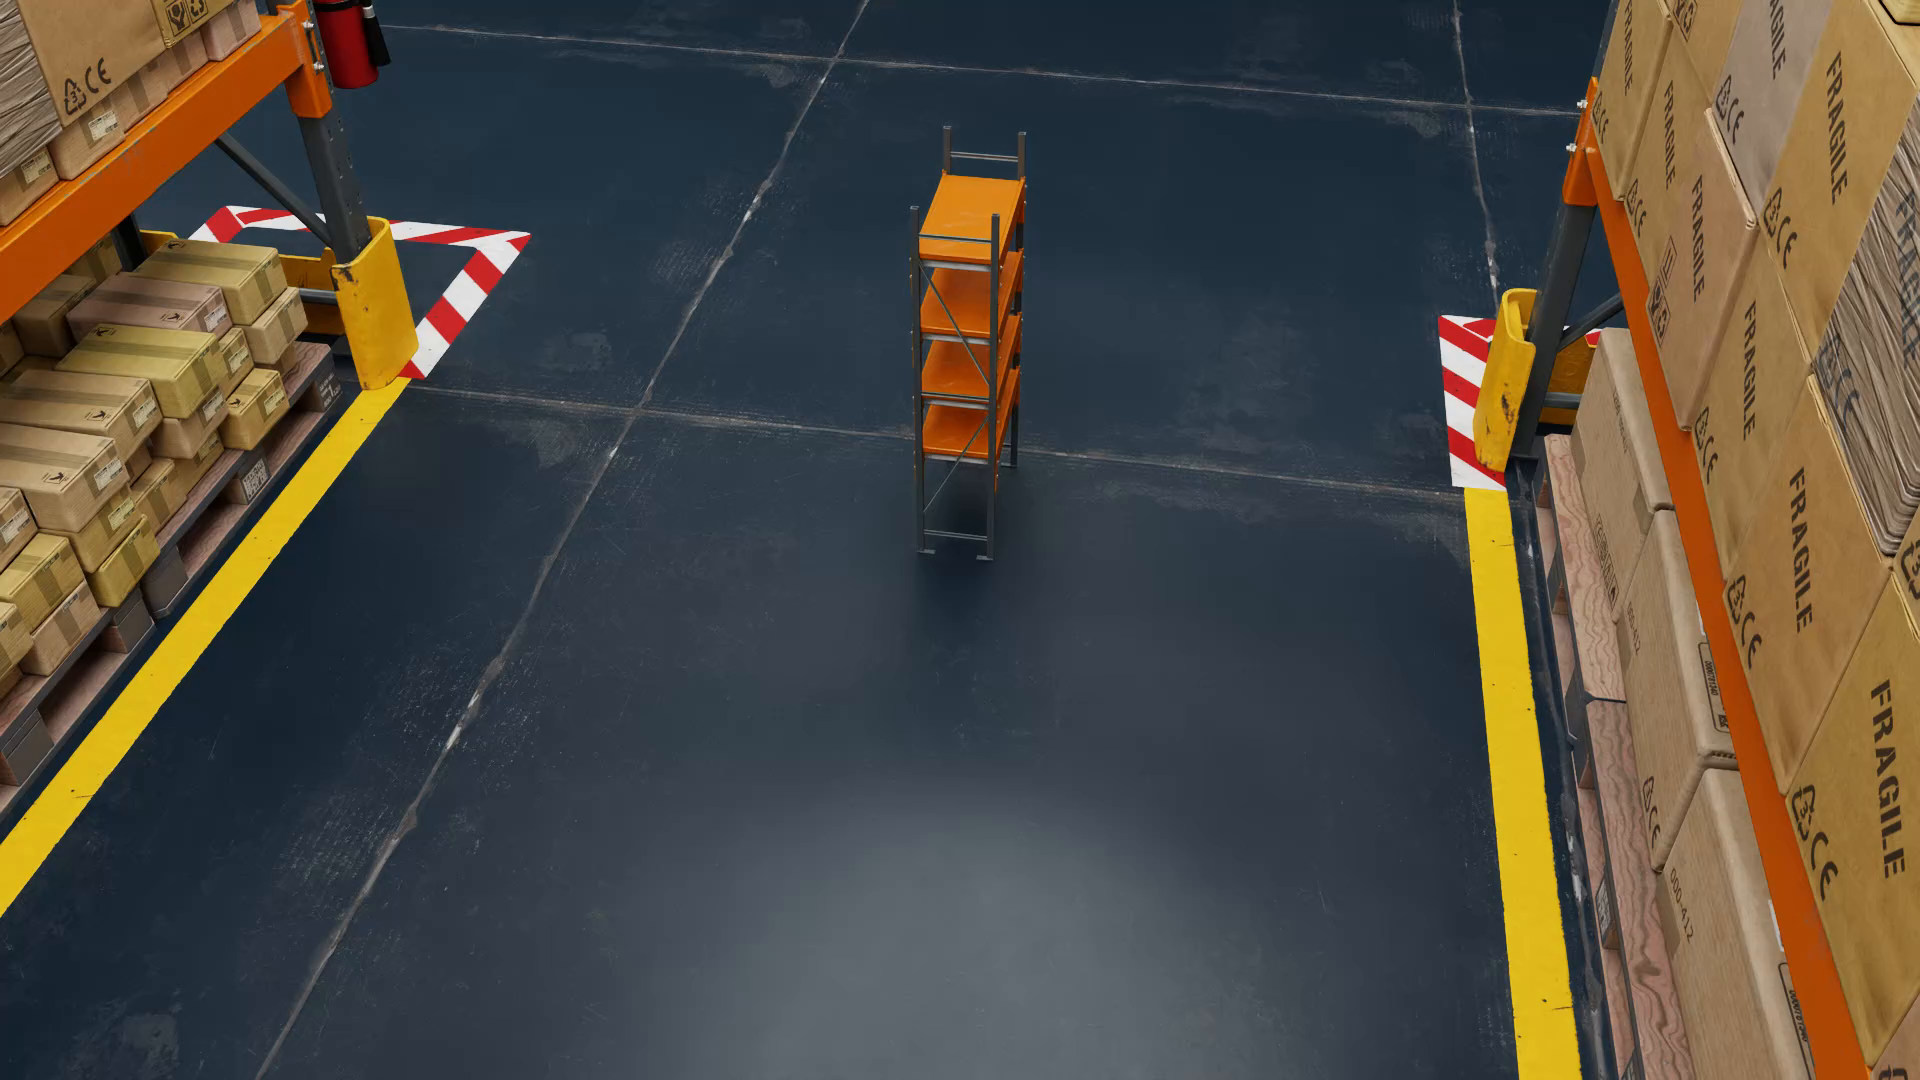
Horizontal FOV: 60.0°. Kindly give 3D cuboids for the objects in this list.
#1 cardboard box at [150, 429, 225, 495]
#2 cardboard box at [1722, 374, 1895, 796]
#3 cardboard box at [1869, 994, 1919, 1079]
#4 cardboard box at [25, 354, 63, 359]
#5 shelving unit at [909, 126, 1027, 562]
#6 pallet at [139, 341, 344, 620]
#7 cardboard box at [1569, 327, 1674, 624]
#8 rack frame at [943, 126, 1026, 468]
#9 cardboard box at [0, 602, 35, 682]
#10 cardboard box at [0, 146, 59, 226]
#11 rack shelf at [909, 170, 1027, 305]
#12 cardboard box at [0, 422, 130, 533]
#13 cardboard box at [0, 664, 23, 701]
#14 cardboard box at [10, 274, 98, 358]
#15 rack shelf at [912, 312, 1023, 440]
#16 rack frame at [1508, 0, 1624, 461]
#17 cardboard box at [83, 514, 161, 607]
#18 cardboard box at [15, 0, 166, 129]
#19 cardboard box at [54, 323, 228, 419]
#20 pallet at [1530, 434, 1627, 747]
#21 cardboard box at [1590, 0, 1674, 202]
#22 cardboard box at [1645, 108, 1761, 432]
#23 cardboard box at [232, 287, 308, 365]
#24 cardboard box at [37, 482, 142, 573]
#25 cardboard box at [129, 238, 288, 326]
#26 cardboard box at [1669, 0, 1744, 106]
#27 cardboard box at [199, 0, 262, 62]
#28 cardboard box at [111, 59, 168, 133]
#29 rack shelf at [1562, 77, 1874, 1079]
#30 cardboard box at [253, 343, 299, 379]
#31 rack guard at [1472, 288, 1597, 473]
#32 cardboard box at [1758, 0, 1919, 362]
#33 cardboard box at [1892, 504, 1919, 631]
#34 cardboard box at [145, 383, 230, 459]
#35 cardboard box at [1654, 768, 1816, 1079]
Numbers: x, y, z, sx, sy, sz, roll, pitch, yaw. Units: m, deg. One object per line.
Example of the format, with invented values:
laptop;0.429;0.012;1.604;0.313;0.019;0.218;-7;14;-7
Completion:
cardboard box;-2.530;-0.281;5.143;0.380;0.149;0.250;6;40;7
cardboard box;1.617;0.095;2.703;0.500;0.500;0.500;6;40;7
cardboard box;1.461;0.735;1.928;0.500;0.500;0.500;7;40;8
cardboard box;-3.015;-0.611;5.310;0.380;0.149;0.250;6;40;7
shelving unit;0.029;-0.566;4.993;0.258;1.200;0.503;6;40;8
pallet;-2.757;-0.271;5.412;1.003;0.211;1.213;6;40;8
cardboard box;2.308;-0.166;4.778;0.875;0.438;0.875;5;40;6
rack frame;0.071;-0.719;5.179;0.240;1.200;0.015;6;40;8
cardboard box;-2.627;0.273;4.240;0.380;0.149;0.250;7;40;8
cardboard box;-2.551;-0.931;4.219;0.380;0.149;0.250;5;40;6
rack shelf;0.029;-0.869;4.743;0.258;0.148;0.480;6;40;8
cardboard box;-2.529;-0.174;4.547;0.380;0.149;0.250;8;40;9
cardboard box;-2.727;0.363;4.365;0.380;0.149;0.250;7;40;9
cardboard box;-2.923;-0.714;5.201;0.380;0.149;0.250;7;40;8
rack shelf;0.029;-0.514;5.036;0.258;0.148;0.480;6;40;8
rack frame;2.324;-1.417;4.610;1.000;3.000;0.127;6;40;8
cardboard box;-2.542;0.043;4.752;0.380;0.149;0.250;5;40;6
cardboard box;-2.487;-1.420;4.301;0.500;0.500;0.500;6;40;7
cardboard box;-2.430;-0.504;4.946;0.380;0.149;0.250;6;40;7
pallet;2.263;0.168;4.881;1.003;0.211;1.213;6;40;8
cardboard box;1.958;-1.186;4.252;0.500;0.500;0.500;6;40;7
cardboard box;1.792;-0.548;3.481;0.500;0.500;0.500;6;40;7
cardboard box;-2.379;-0.715;5.435;0.380;0.149;0.250;5;40;6
cardboard box;-2.544;-0.062;4.645;0.380;0.149;0.250;7;40;8
cardboard box;-2.411;-0.832;5.343;0.380;0.149;0.250;7;40;8
cardboard box;1.878;-1.246;3.540;0.500;0.500;0.500;5;40;6
cardboard box;-2.347;-1.567;4.988;0.380;0.149;0.250;6;40;8
cardboard box;-2.455;-1.256;4.612;0.380;0.149;0.250;6;40;7
rack shelf;1.978;0.115;3.321;1.077;0.370;4.000;6;40;8
cardboard box;-2.454;-0.609;5.541;0.380;0.149;0.250;7;40;8
rack guard;2.328;-0.469;5.425;1.175;0.500;0.348;6;40;8
cardboard box;1.711;-0.609;2.770;0.500;0.500;0.500;7;40;8
cardboard box;1.537;0.025;2.002;0.500;0.500;0.500;6;40;7
cardboard box;-2.467;-0.388;5.040;0.380;0.149;0.250;5;40;6
cardboard box;2.001;0.975;3.398;0.875;0.438;0.875;5;40;6
